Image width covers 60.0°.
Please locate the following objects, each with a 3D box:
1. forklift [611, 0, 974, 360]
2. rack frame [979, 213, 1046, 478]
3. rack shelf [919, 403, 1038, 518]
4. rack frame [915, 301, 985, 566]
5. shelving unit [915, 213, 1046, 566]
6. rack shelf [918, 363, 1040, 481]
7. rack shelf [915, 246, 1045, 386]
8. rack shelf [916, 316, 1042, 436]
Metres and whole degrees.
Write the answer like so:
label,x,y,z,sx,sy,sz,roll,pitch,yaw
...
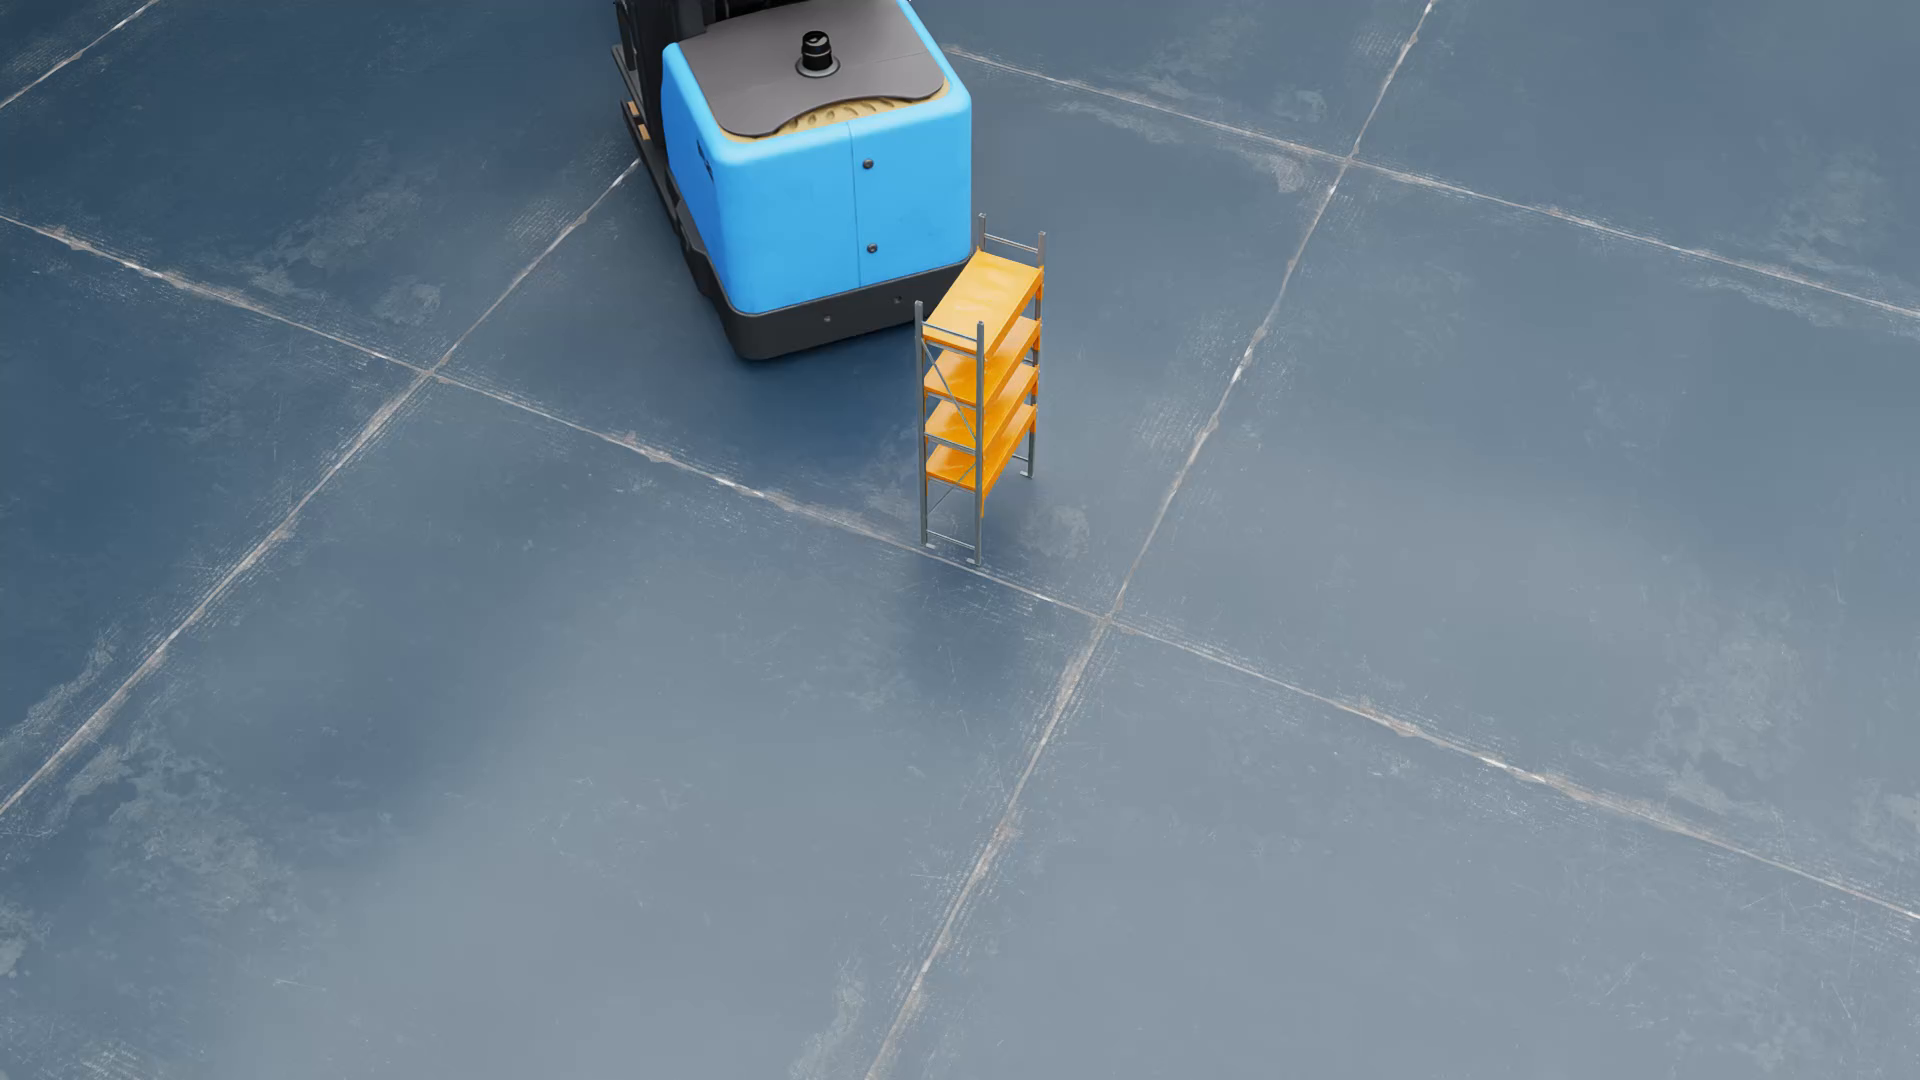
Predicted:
label,x,y,z,sx,sy,sz,roll,pitch,yaw
forklift,-0.949,-2.832,6.735,1.130,2.935,3.031,-17,52,-14
rack frame,0.175,-0.671,6.033,0.240,1.200,0.015,20,52,16
rack shelf,0.071,-0.331,6.092,0.258,0.148,0.480,20,52,16
rack frame,-0.034,-0.335,5.747,0.240,1.200,0.015,20,52,16
shelving unit,0.071,-0.503,5.890,0.258,1.200,0.503,20,52,16
rack shelf,0.071,-0.459,5.941,0.258,0.148,0.480,20,52,16
rack shelf,0.071,-0.757,5.591,0.258,0.148,0.480,20,52,16
rack shelf,0.071,-0.604,5.771,0.258,0.148,0.480,20,52,16
